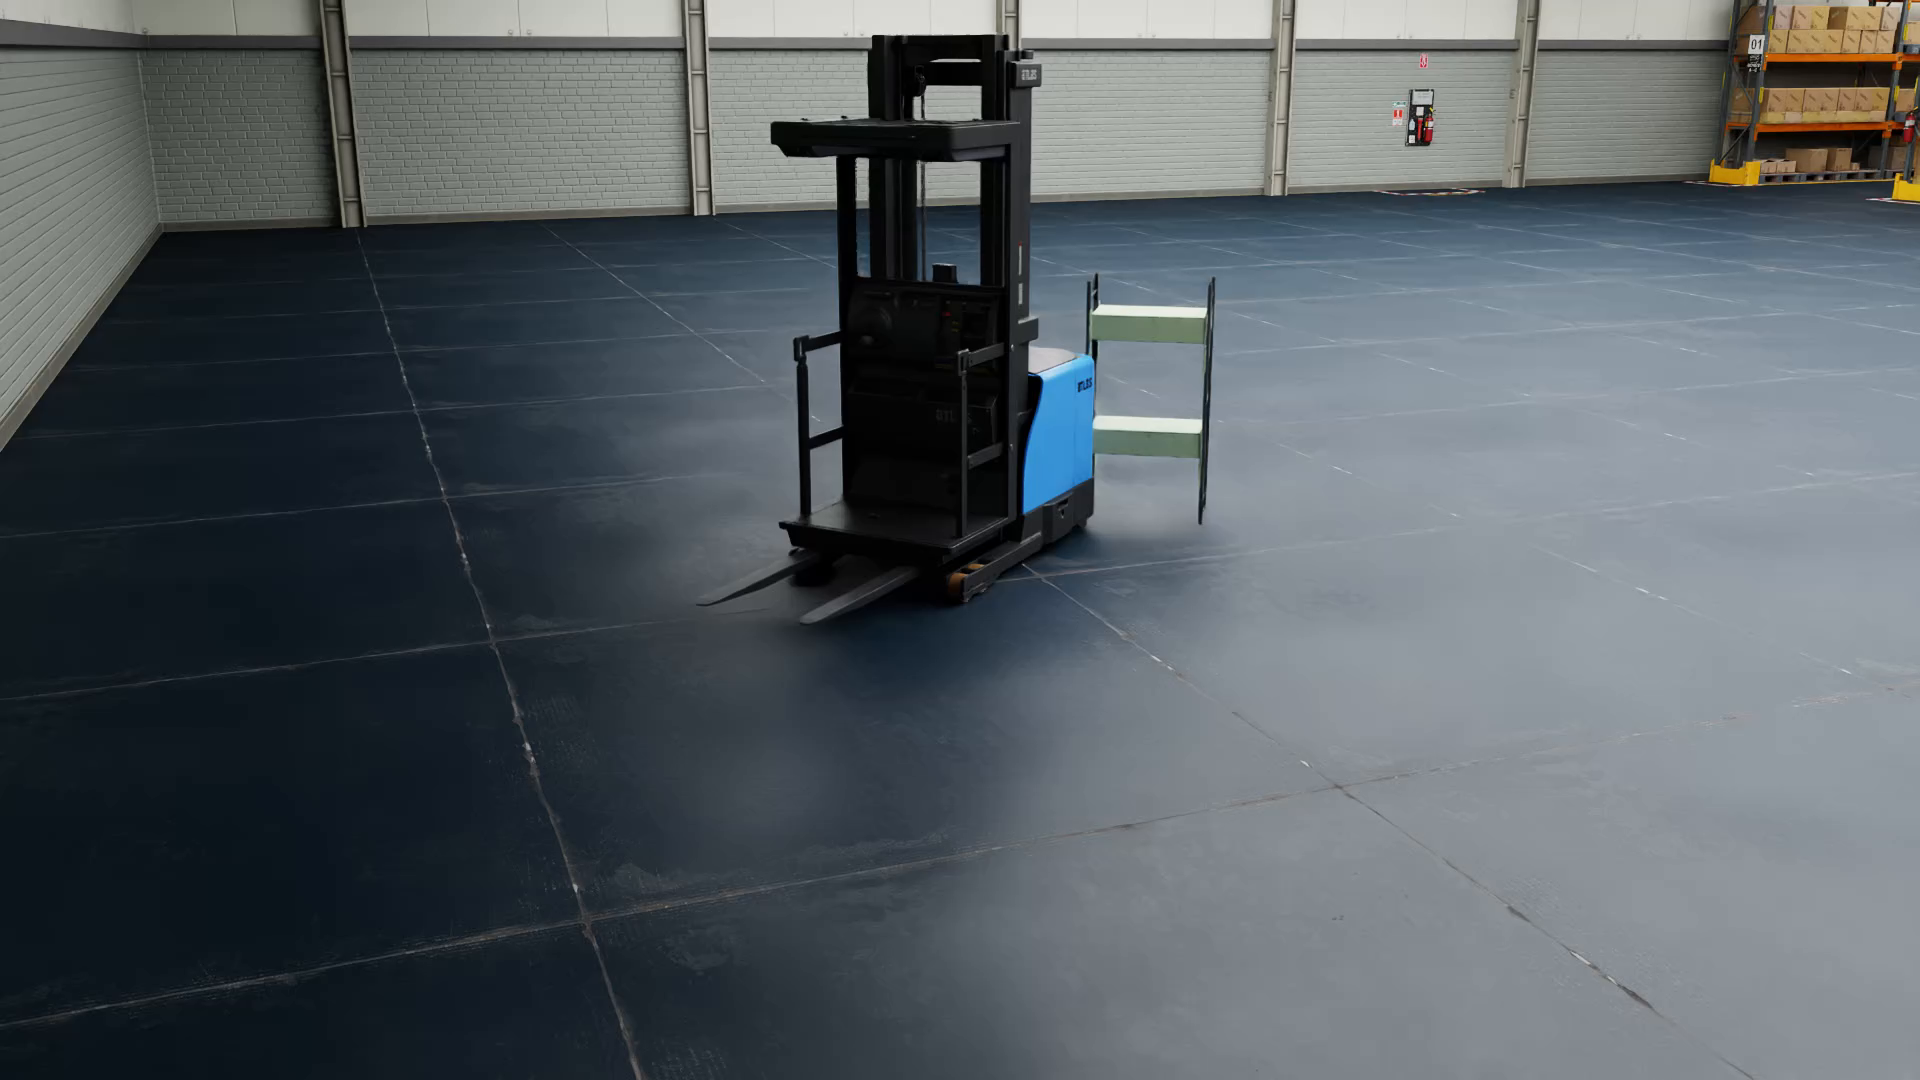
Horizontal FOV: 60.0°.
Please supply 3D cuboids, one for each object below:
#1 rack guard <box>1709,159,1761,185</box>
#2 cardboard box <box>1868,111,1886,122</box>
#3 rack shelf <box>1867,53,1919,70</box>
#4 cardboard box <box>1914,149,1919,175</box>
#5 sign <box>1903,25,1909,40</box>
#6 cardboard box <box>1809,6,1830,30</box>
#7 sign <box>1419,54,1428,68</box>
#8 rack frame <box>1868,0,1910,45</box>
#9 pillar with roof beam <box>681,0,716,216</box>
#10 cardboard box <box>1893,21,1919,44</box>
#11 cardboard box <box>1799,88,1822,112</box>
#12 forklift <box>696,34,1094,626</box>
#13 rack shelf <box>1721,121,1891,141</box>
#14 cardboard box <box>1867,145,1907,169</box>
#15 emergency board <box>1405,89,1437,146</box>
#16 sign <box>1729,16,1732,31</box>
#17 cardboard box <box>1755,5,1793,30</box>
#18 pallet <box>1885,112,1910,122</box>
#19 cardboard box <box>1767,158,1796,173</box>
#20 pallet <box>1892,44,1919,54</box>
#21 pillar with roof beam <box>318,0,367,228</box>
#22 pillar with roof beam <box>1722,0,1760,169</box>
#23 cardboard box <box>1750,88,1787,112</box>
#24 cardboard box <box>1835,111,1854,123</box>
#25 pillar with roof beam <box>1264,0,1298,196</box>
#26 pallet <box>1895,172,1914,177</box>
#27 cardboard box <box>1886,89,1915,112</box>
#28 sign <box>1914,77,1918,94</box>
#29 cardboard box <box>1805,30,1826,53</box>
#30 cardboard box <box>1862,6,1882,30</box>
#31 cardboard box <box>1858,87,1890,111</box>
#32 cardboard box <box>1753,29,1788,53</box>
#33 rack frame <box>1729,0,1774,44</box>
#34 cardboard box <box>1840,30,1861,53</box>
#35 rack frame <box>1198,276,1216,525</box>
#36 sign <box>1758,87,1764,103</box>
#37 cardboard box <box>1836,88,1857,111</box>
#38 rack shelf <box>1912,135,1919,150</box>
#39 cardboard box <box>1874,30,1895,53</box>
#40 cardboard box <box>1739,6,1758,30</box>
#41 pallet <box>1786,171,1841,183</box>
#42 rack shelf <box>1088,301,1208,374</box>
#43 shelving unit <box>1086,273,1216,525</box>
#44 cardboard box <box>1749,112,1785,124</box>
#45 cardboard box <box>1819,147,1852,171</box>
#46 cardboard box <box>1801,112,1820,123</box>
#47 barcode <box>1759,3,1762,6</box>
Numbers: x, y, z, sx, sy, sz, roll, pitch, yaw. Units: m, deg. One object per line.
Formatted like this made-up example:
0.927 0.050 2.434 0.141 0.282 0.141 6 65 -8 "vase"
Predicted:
17.456 -8.301 37.478 0.348 0.500 1.175 -6 17 -20 "rack guard"
20.787 -9.706 38.057 0.500 0.250 0.500 -6 17 -20 "cardboard box"
22.988 -11.191 38.838 4.000 0.370 1.077 -6 17 -20 "rack shelf"
19.556 -7.564 33.336 0.500 0.500 0.500 -6 17 -20 "cardboard box"
21.322 -11.441 37.494 0.005 0.325 0.100 -6 17 -20 "sign"
18.793 -11.536 36.747 0.500 0.500 0.500 -6 17 -19 "cardboard box"
9.762 -10.084 35.000 0.199 0.298 0.001 -6 17 -20 "sign"
21.120 -12.774 37.628 0.127 3.000 1.000 -6 17 -20 "rack frame"
-3.141 -9.117 25.173 0.400 9.000 9.100 -6 17 -20 "pillar with roof beam"
21.660 -11.619 38.093 0.500 0.500 0.500 -4 17 -12 "cardboard box"
18.888 -9.857 37.239 0.500 0.500 0.500 -7 18 -22 "cardboard box"
-0.304 -1.209 9.014 1.130 2.935 3.031 9 18 27 "forklift"
19.253 -9.349 37.887 4.000 0.370 1.077 -6 17 -20 "rack shelf"
21.802 -8.986 39.031 0.500 0.500 0.700 -6 17 -18 "cardboard box"
9.805 -8.947 35.241 0.643 1.169 0.194 -6 17 -20 "emergency board"
17.205 -11.505 37.056 0.005 0.325 0.100 -6 17 -20 "sign"
17.832 -11.444 36.434 0.500 0.500 0.500 -8 18 -24 "cardboard box"
21.886 -9.843 38.632 1.213 0.211 1.003 -6 17 -20 "pallet"
18.596 -8.517 37.769 0.500 0.311 0.500 -5 17 -15 "cardboard box"
21.735 -11.279 38.193 1.003 0.211 1.213 -6 17 -20 "pallet"
-8.744 -8.512 23.113 0.400 9.000 9.100 -6 17 -20 "pillar with roof beam"
19.270 -11.536 33.412 0.400 9.000 9.100 -6 17 -20 "pillar with roof beam"
17.939 -9.759 36.907 0.500 0.500 0.500 -6 17 -20 "cardboard box"
19.854 -9.603 37.707 0.500 0.250 0.500 -6 17 -20 "cardboard box"
8.064 -10.327 29.293 0.400 9.000 9.100 -6 17 -20 "pillar with roof beam"
22.988 -8.761 39.557 1.213 0.211 1.003 -6 17 -20 "pallet"
21.608 -10.197 38.541 0.500 0.500 0.700 -6 17 -20 "cardboard box"
18.980 -9.003 32.957 0.005 0.325 0.100 -6 17 -20 "sign"
18.785 -11.055 36.885 0.500 0.500 0.500 -5 17 -18 "cardboard box"
20.239 -11.692 37.279 0.500 0.500 0.500 -5 17 -17 "cardboard box"
20.790 -10.064 37.946 0.500 0.500 0.500 -6 17 -20 "cardboard box"
17.787 -10.957 36.551 0.500 0.500 0.500 -6 17 -19 "cardboard box"
17.385 -12.371 36.254 0.127 3.000 1.000 -6 17 -20 "rack frame"
19.757 -11.163 37.252 0.500 0.500 0.500 -7 18 -22 "cardboard box"
1.545 -0.872 10.404 0.023 1.500 0.400 3 17 11 "rack frame"
17.580 -9.765 36.491 0.005 0.325 0.100 -6 17 -20 "sign"
19.852 -9.964 37.606 0.500 0.500 0.500 -7 18 -22 "cardboard box"
21.029 -8.046 33.450 4.000 0.370 1.077 -6 17 -20 "rack shelf"
20.735 -11.276 37.638 0.500 0.500 0.500 -6 17 -19 "cardboard box"
17.694 -11.581 36.901 0.500 0.500 0.500 -5 17 -18 "cardboard box"
19.365 -8.357 38.181 1.213 0.211 1.003 -6 17 -20 "pallet"
1.187 -1.268 10.366 0.720 0.370 0.431 3 17 11 "rack shelf"
1.186 -0.893 10.475 0.755 1.500 0.431 3 17 11 "shelving unit"
17.955 -9.396 37.001 0.500 0.250 0.500 -7 18 -22 "cardboard box"
20.166 -8.792 38.371 0.500 0.500 0.500 -8 18 -24 "cardboard box"
18.912 -9.502 37.361 0.500 0.250 0.500 -6 18 -21 "cardboard box"
17.869 -11.950 37.129 0.075 0.075 0.001 -6 17 -20 "barcode"
